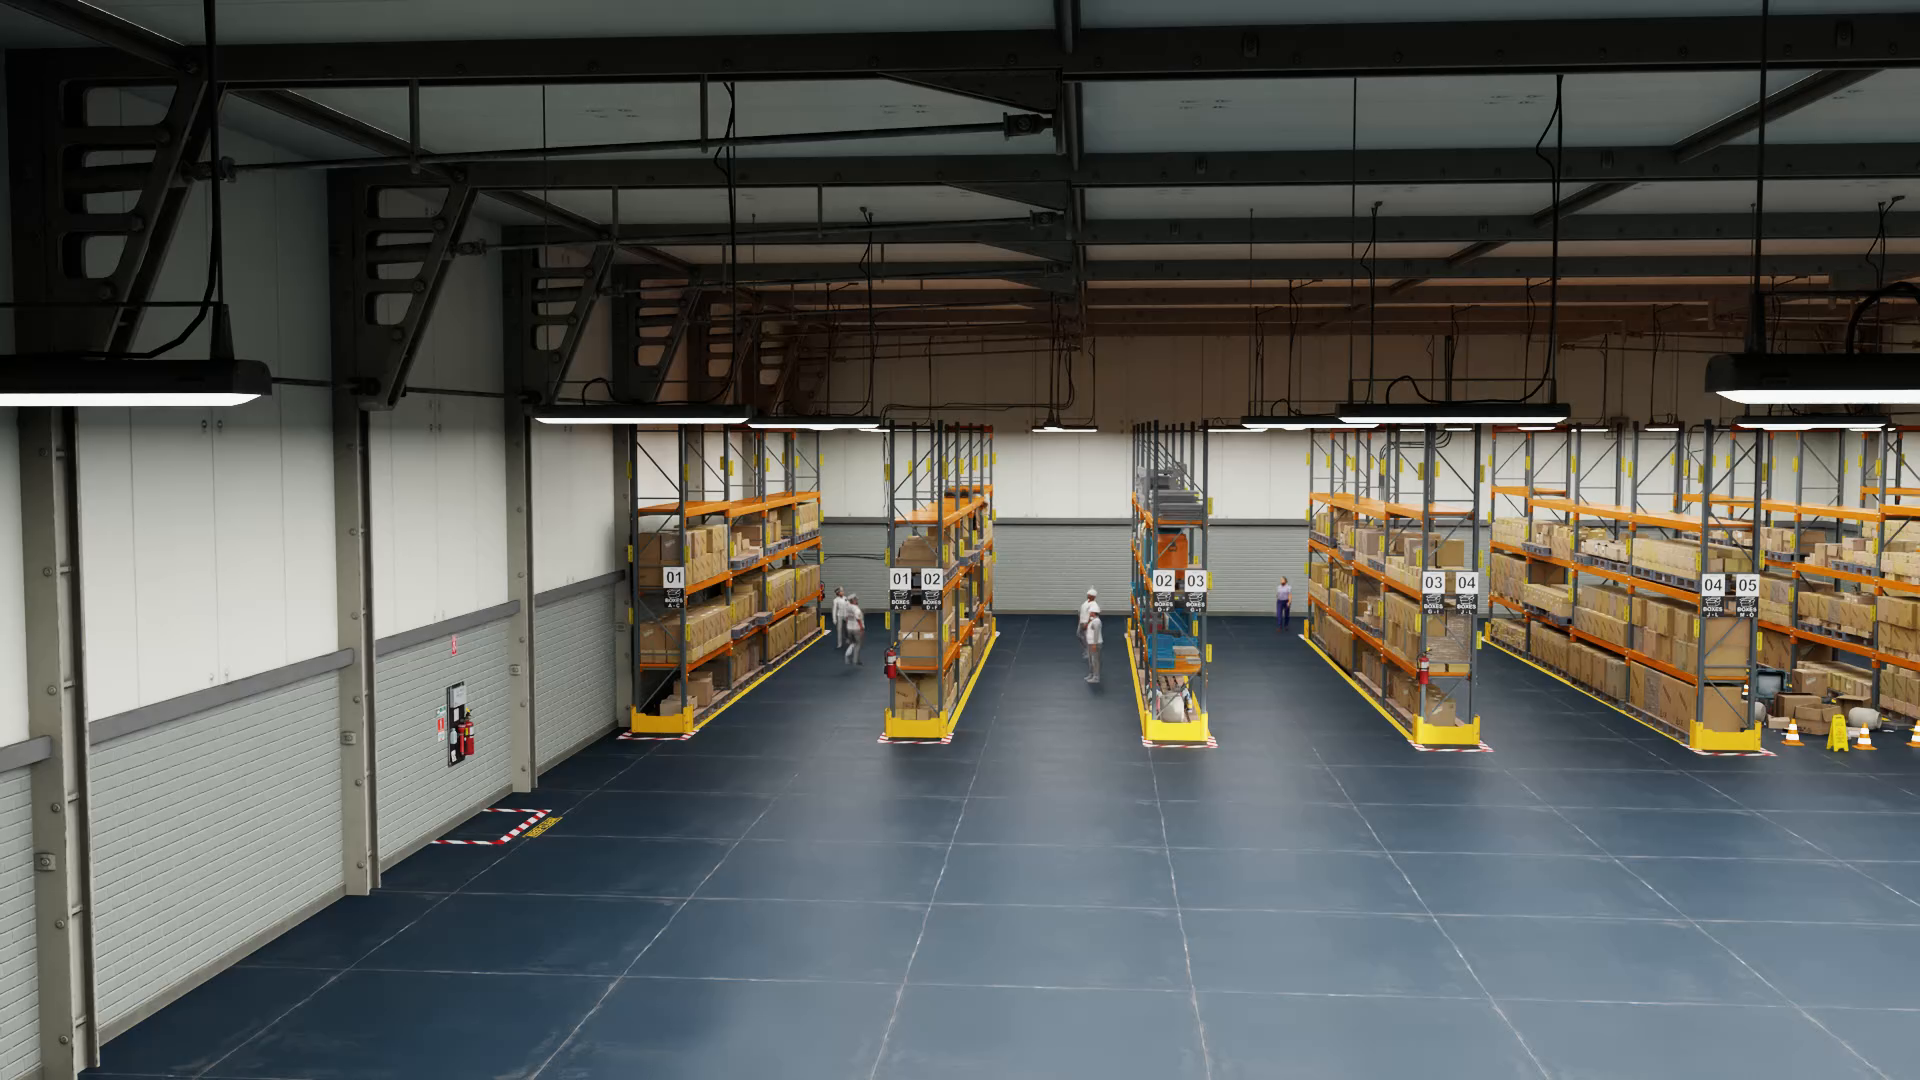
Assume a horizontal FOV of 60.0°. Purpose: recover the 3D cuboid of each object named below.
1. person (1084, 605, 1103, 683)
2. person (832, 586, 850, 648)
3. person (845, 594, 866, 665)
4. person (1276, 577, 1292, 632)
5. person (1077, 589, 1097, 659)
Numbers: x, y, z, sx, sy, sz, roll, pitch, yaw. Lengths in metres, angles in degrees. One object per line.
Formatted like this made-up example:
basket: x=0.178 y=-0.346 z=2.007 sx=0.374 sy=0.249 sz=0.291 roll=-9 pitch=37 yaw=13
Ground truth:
person: x=3.089 y=2.391 z=38.475 sx=0.424 sy=1.776 sz=0.581 roll=0 pitch=4 yaw=-1
person: x=-3.157 y=2.065 z=44.770 sx=0.566 sy=1.638 sz=0.943 roll=0 pitch=4 yaw=-2
person: x=-2.563 y=2.198 z=40.816 sx=0.555 sy=1.780 sz=0.461 roll=3 pitch=5 yaw=43
person: x=9.386 y=1.856 z=48.216 sx=0.446 sy=1.587 sz=0.992 roll=0 pitch=4 yaw=7
person: x=3.222 y=2.119 z=42.348 sx=0.483 sy=1.750 sz=0.698 roll=-1 pitch=4 yaw=-21
